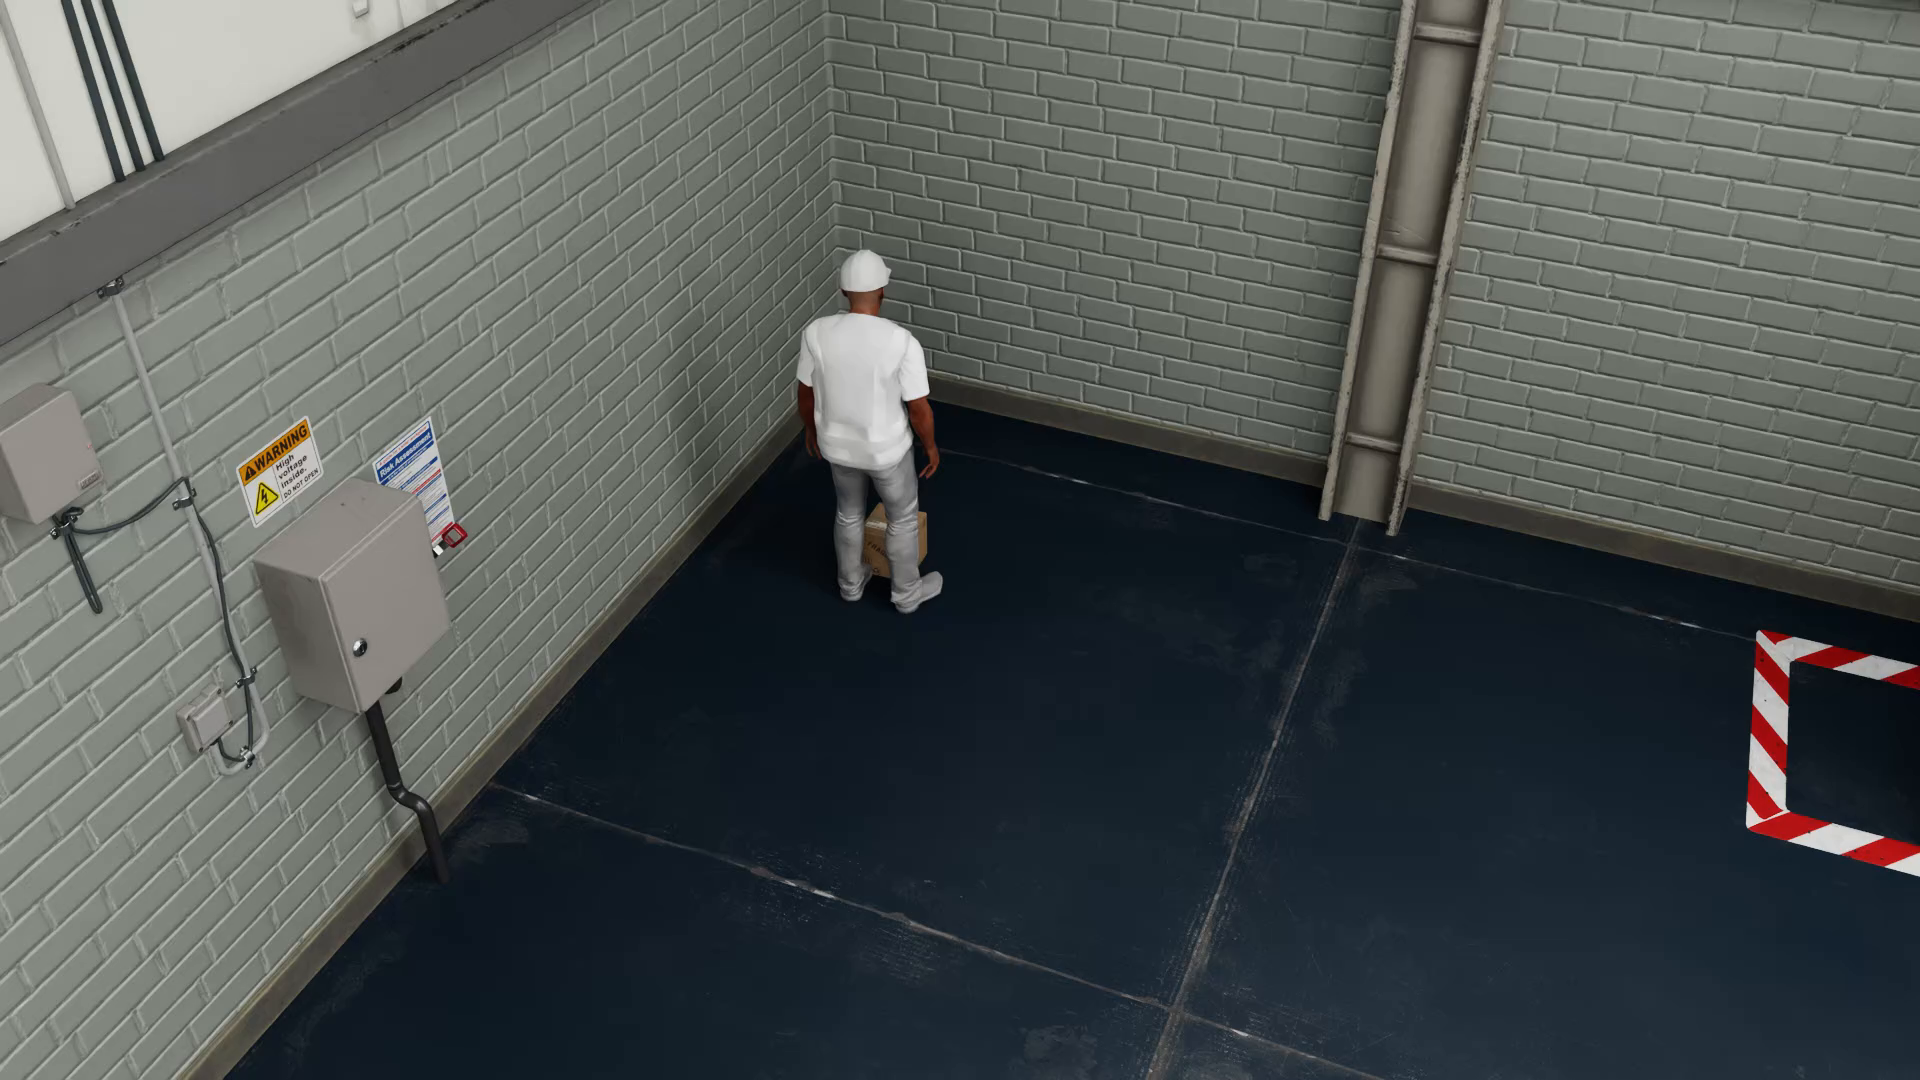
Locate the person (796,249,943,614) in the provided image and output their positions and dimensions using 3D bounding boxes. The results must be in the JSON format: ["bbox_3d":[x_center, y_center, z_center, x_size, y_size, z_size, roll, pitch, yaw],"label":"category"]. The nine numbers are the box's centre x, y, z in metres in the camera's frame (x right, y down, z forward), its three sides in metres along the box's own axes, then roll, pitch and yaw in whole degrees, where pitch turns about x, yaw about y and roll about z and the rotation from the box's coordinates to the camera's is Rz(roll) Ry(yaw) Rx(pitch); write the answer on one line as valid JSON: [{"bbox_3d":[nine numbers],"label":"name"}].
[{"bbox_3d":[-0.400,-0.457,7.406,0.633,1.759,0.462,12,39,15],"label":"person"}]
